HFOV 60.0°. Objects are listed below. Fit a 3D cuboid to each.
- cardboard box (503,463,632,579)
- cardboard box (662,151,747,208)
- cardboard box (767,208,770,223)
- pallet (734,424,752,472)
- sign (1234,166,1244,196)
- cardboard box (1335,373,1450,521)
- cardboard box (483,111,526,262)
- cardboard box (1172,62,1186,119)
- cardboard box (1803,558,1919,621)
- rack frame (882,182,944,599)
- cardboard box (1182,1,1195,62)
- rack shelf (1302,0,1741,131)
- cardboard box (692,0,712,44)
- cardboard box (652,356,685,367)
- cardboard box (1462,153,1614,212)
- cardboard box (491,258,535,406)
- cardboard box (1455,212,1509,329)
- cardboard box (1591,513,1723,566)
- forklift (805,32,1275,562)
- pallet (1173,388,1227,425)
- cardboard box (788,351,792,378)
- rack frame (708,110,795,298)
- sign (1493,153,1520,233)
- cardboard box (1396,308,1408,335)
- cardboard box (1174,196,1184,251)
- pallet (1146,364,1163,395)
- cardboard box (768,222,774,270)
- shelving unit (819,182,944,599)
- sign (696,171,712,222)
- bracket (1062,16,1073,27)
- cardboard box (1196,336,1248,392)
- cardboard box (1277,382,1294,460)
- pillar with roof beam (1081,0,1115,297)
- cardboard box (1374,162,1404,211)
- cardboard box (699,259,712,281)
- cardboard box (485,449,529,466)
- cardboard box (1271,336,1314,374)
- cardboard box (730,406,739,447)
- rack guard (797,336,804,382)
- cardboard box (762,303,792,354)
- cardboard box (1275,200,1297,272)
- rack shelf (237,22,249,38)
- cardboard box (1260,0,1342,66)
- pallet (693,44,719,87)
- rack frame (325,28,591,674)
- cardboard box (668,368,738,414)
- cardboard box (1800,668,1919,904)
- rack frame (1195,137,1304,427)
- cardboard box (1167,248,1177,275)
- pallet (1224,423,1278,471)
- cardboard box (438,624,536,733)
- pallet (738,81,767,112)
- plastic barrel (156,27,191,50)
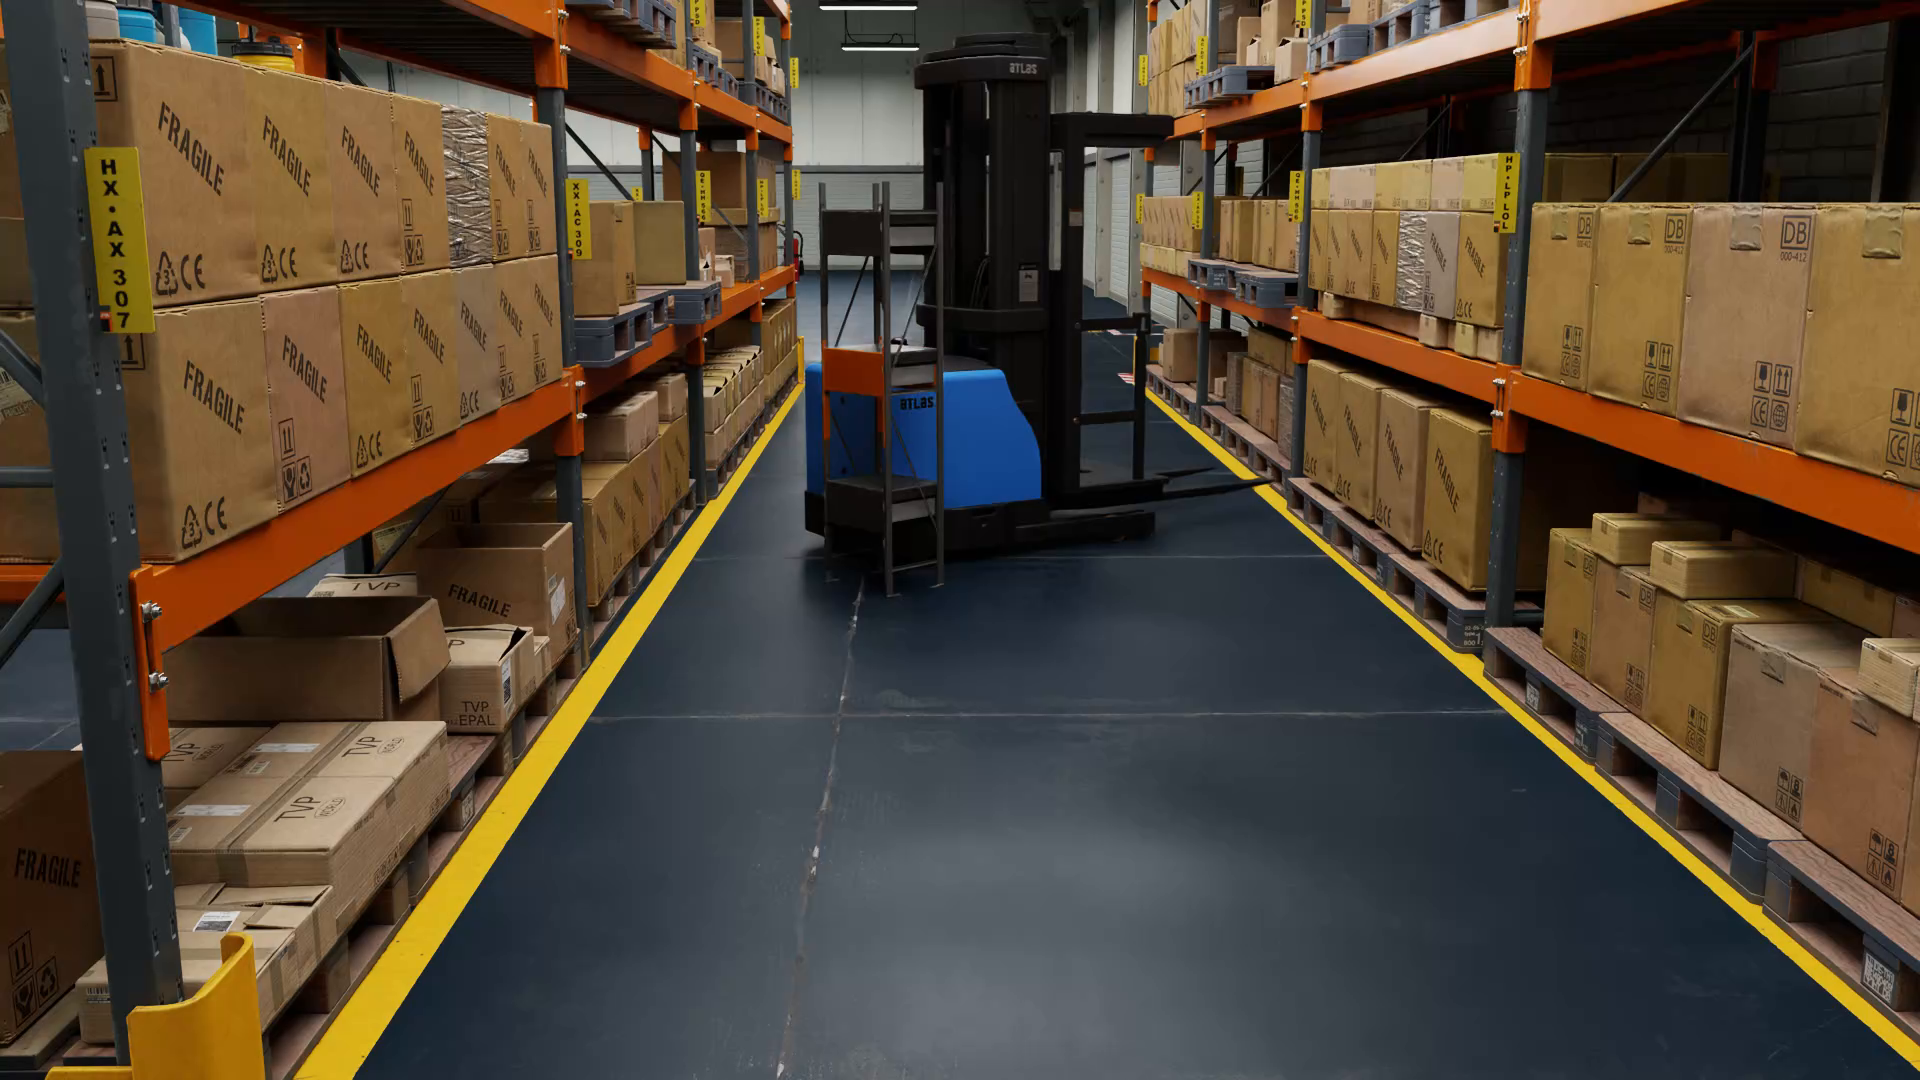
[{"bbox_3d":[-1.916,-0.095,8.165,0.500,0.500,0.500,0,11,0],"label":"cardboard box"},{"bbox_3d":[-2.308,-3.265,15.094,0.700,0.500,0.500,0,11,-1],"label":"cardboard box"},{"bbox_3d":[-2.148,-3.321,17.004,0.380,0.149,0.250,0,11,0],"label":"cardboard box"},{"bbox_3d":[-2.210,-0.736,13.156,1.003,0.211,1.213,0,11,-1],"label":"pallet"},{"bbox_3d":[3.133,-4.029,18.666,0.100,0.325,0.005,0,11,-1],"label":"sign"},{"bbox_3d":[2.639,-0.549,9.573,0.750,0.750,0.750,0,11,-1],"label":"cardboard box"},{"bbox_3d":[-1.844,-1.239,5.858,0.500,0.500,0.500,0,11,-2],"label":"cardboard box"},{"bbox_3d":[2.356,-4.352,16.120,0.500,0.500,0.500,-1,11,-3],"label":"cardboard box"},{"bbox_3d":[2.964,0.157,5.342,0.380,0.149,0.250,0,11,-2],"label":"cardboard box"},{"bbox_3d":[-0.234,-0.756,8.502,0.400,2.100,0.015,-11,16,-43],"label":"rack frame"},{"bbox_3d":[2.357,-4.740,15.517,0.500,0.500,0.500,0,11,2],"label":"cardboard box"},{"bbox_3d":[2.784,-2.438,8.796,1.077,0.370,4.000,0,11,-1],"label":"rack shelf"},{"bbox_3d":[-2.284,-4.226,13.236,0.500,0.500,0.500,1,12,4],"label":"cardboard box"},{"bbox_3d":[-2.516,-1.339,13.566,0.500,0.311,0.500,-1,11,-3],"label":"cardboard box"},{"bbox_3d":[2.560,-1.587,7.400,0.500,0.250,0.500,0,11,0],"label":"cardboard box"},{"bbox_3d":[-1.848,-0.750,5.960,0.500,0.500,0.500,0,11,0],"label":"cardboard box"},{"bbox_3d":[2.564,-1.218,7.469,0.500,0.500,0.500,0,11,-2],"label":"cardboard box"},{"bbox_3d":[2.563,-0.004,6.132,0.380,0.149,0.250,0,11,1],"label":"cardboard box"},{"bbox_3d":[0.596,-1.507,10.118,3.031,2.935,1.130,-7,13,-31],"label":"forklift"},{"bbox_3d":[2.611,-1.280,15.837,1.003,0.211,1.213,0,11,-1],"label":"pallet"},{"bbox_3d":[-2.034,-1.841,17.450,0.500,0.250,0.500,0,11,-1],"label":"cardboard box"},{"bbox_3d":[-2.375,-3.287,18.717,1.000,3.000,0.127,0,11,-1],"label":"rack frame"},{"bbox_3d":[2.283,-1.447,6.936,0.100,0.325,0.005,0,11,-1],"label":"sign"},{"bbox_3d":[2.559,-1.181,8.918,0.380,0.149,0.250,0,11,1],"label":"cardboard box"},{"bbox_3d":[2.325,-3.009,15.786,0.500,0.500,0.500,0,11,-1],"label":"cardboard box"},{"bbox_3d":[2.561,-1.765,18.227,1.003,0.211,1.213,0,11,-1],"label":"pallet"},{"bbox_3d":[-2.363,-3.139,17.735,0.700,0.500,0.500,0,11,0],"label":"cardboard box"},{"bbox_3d":[-0.404,-0.790,8.673,0.431,2.100,0.503,-11,16,-43],"label":"shelving unit"},{"bbox_3d":[-1.667,-2.230,10.792,0.100,0.325,0.005,0,11,-1],"label":"sign"},{"bbox_3d":[2.615,-12.564,40.300,0.235,0.232,0.430,0,11,-1],"label":"bracket"},{"bbox_3d":[2.599,-1.710,16.123,0.500,0.500,0.500,-1,12,-5],"label":"cardboard box"},{"bbox_3d":[2.676,-0.851,11.892,0.700,0.500,0.500,0,11,0],"label":"cardboard box"},{"bbox_3d":[-1.219,-9.673,35.106,9.100,9.000,0.548,0,11,-1],"label":"pillar with roof beam"},{"bbox_3d":[2.537,-1.891,8.900,0.500,0.250,0.500,0,11,-2],"label":"cardboard box"},{"bbox_3d":[-2.035,-1.832,11.768,0.500,0.311,0.500,0,11,-2],"label":"cardboard box"},{"bbox_3d":[-2.436,-0.187,8.618,0.500,0.500,0.500,0,11,0],"label":"cardboard box"},{"bbox_3d":[2.711,-1.435,12.881,0.500,0.250,0.500,0,11,-1],"label":"cardboard box"},{"bbox_3d":[-1.955,-0.864,12.631,0.500,0.250,0.500,-1,11,-3],"label":"cardboard box"},{"bbox_3d":[-2.376,-2.067,18.989,1.175,0.500,0.348,0,11,-1],"label":"rack guard"},{"bbox_3d":[-2.031,-2.209,17.375,0.500,0.500,0.500,0,11,-1],"label":"cardboard box"},{"bbox_3d":[2.684,-2.187,11.936,0.700,0.500,0.500,-1,12,-7],"label":"cardboard box"},{"bbox_3d":[-7.286,-5.261,16.176,1.077,0.370,4.000,0,11,-1],"label":"rack shelf"},{"bbox_3d":[2.617,-3.884,12.806,0.500,0.500,0.500,-1,11,-3],"label":"cardboard box"},{"bbox_3d":[-2.313,-3.209,11.262,1.213,0.211,1.003,0,11,1],"label":"pallet"},{"bbox_3d":[-2.127,-0.902,6.959,1.000,3.000,0.127,0,11,-1],"label":"rack frame"},{"bbox_3d":[-1.954,-1.141,12.588,0.500,0.311,0.500,-1,11,-3],"label":"cardboard box"},{"bbox_3d":[2.783,0.653,4.525,0.700,0.500,0.500,0,11,-1],"label":"cardboard box"},{"bbox_3d":[2.660,-2.513,14.902,1.000,3.000,0.127,0,11,-1],"label":"rack frame"},{"bbox_3d":[2.320,-2.741,16.354,0.500,0.250,0.500,0,11,-1],"label":"cardboard box"},{"bbox_3d":[2.706,-0.749,13.218,1.003,0.211,1.213,0,11,-1],"label":"pallet"},{"bbox_3d":[-1.816,0.462,5.896,0.500,0.311,0.500,0,11,-1],"label":"cardboard box"},{"bbox_3d":[-2.336,-4.088,15.344,1.003,0.211,1.213,0,11,-1],"label":"pallet"},{"bbox_3d":[-7.057,-4.289,14.776,0.421,0.512,0.421,0,11,0],"label":"plastic barrel"}]
